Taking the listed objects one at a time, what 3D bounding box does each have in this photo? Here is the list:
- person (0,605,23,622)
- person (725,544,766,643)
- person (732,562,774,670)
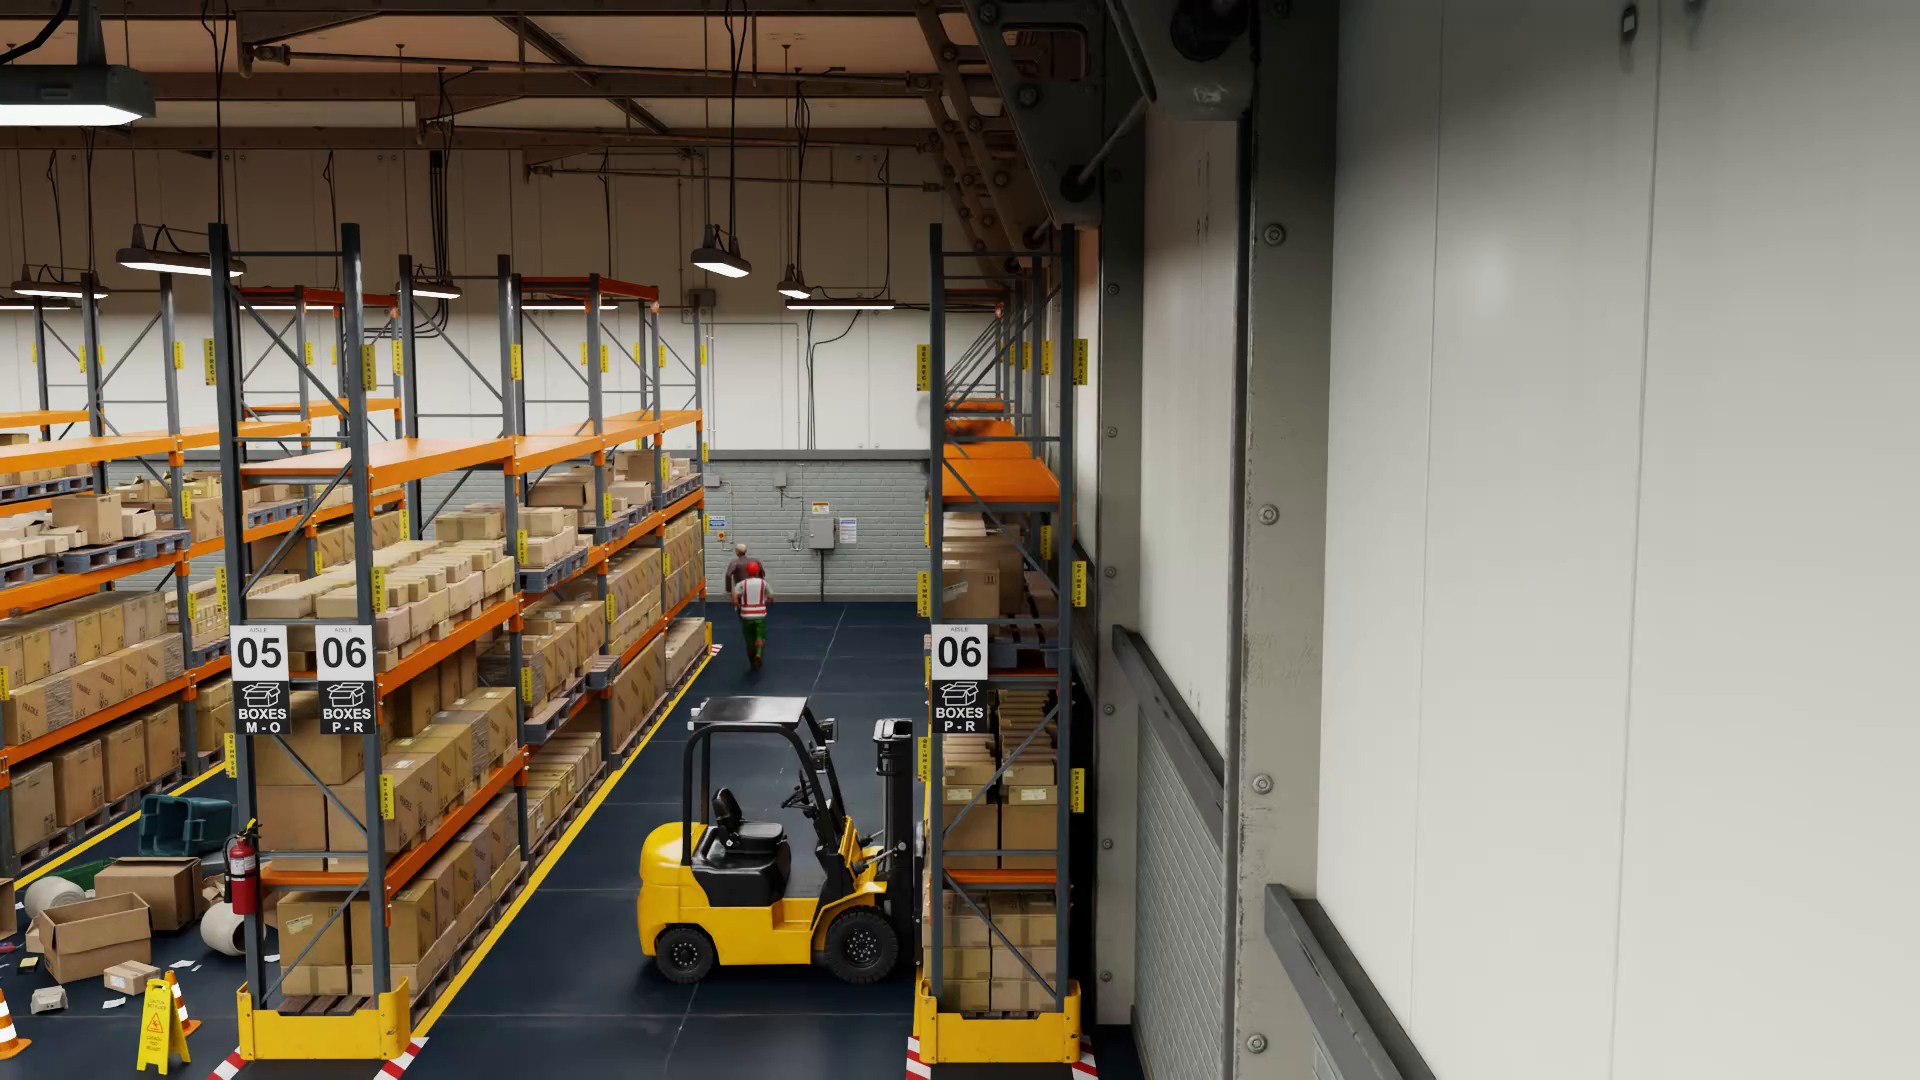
[{"bbox_3d":[-12.760,1.681,22.538,0.634,1.822,0.800,-1,7,-6],"label":"person"},{"bbox_3d":[-3.732,0.956,28.760,0.775,1.788,0.682,-3,7,-24],"label":"person"},{"bbox_3d":[-3.263,1.214,26.230,0.658,1.768,0.971,-1,7,-8],"label":"person"}]
